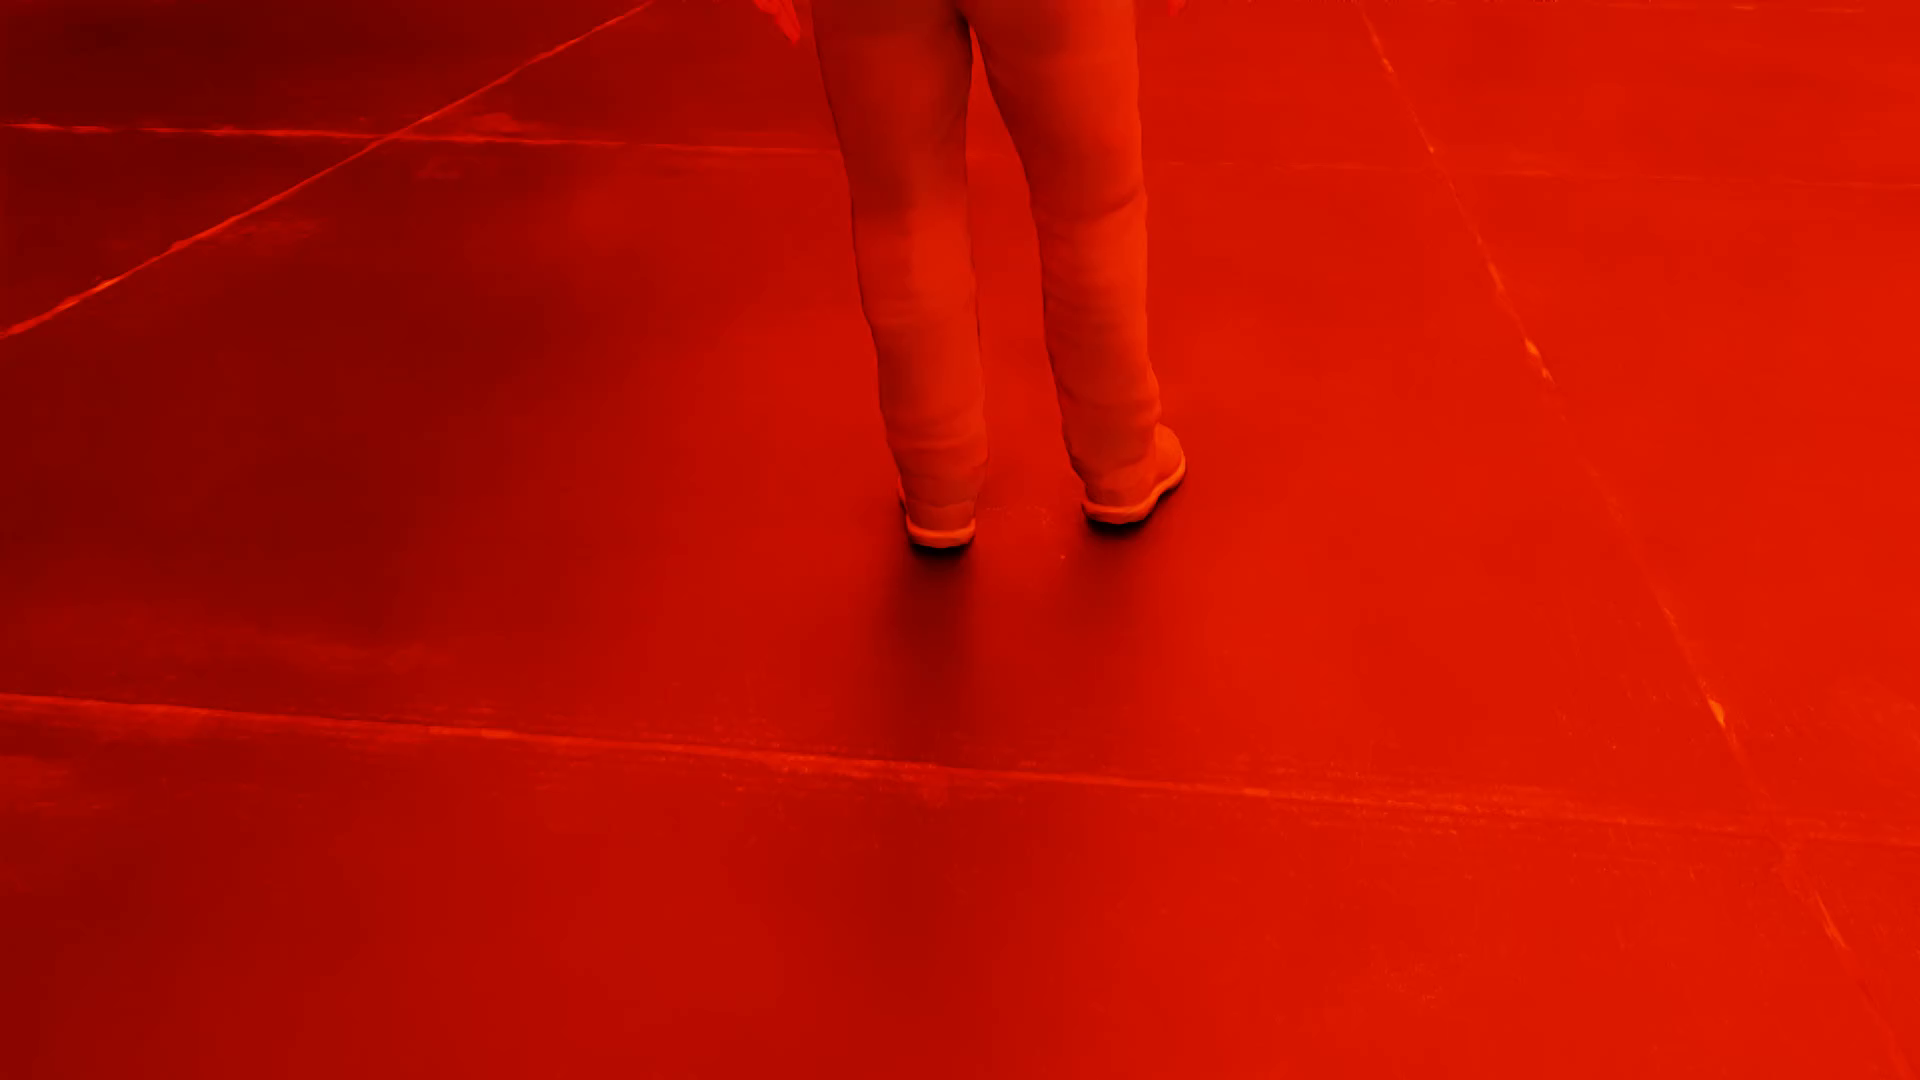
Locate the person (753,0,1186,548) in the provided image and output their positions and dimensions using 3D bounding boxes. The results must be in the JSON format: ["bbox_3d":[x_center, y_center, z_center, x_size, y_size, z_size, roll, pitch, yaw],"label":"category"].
[{"bbox_3d":[0.024,-0.819,2.189,0.640,1.727,0.550,3,27,7],"label":"person"}]
